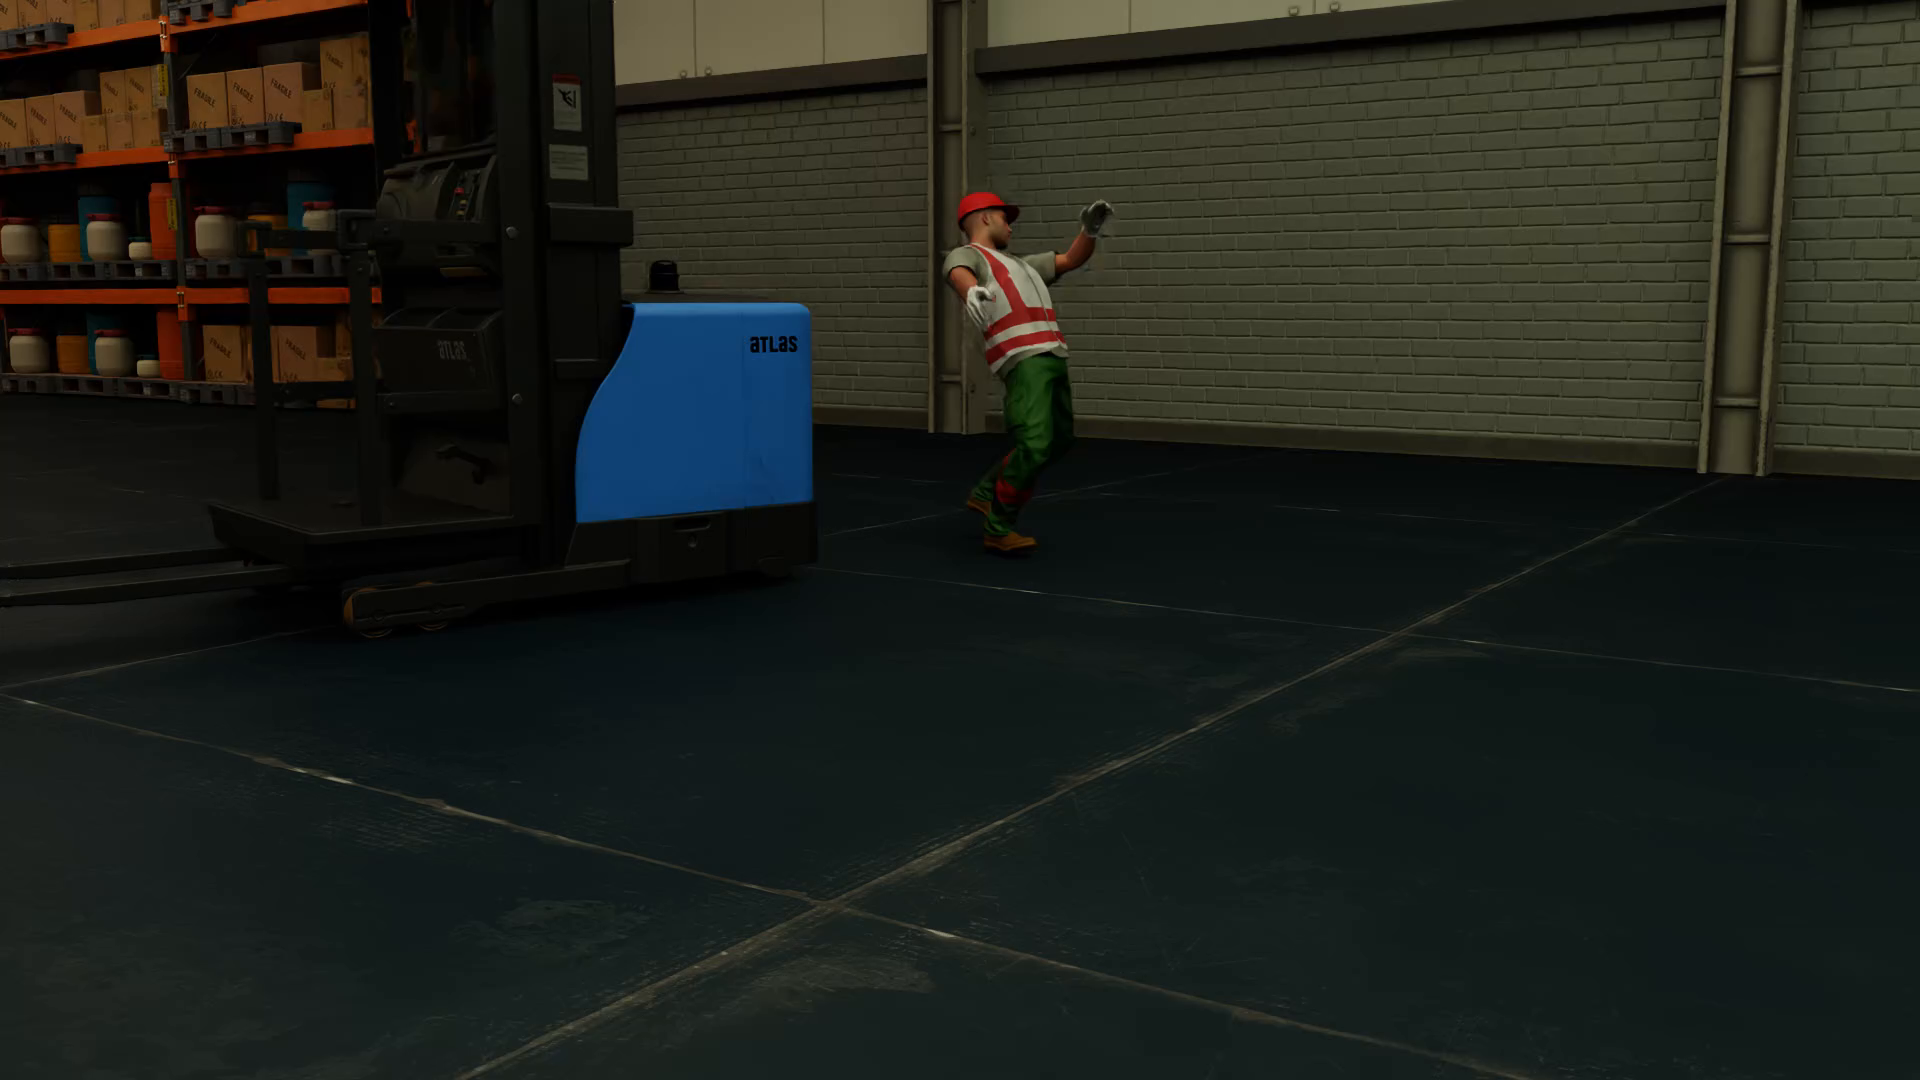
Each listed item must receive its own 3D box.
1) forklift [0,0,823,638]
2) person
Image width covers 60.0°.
[{"bbox_3d":[-1.991,-1.218,5.757,3.031,2.935,1.130,-7,11,-40],"label":"forklift"},{"bbox_3d":[0.222,-0.726,7.040,0.741,1.556,1.101,3,9,21],"label":"person"}]
